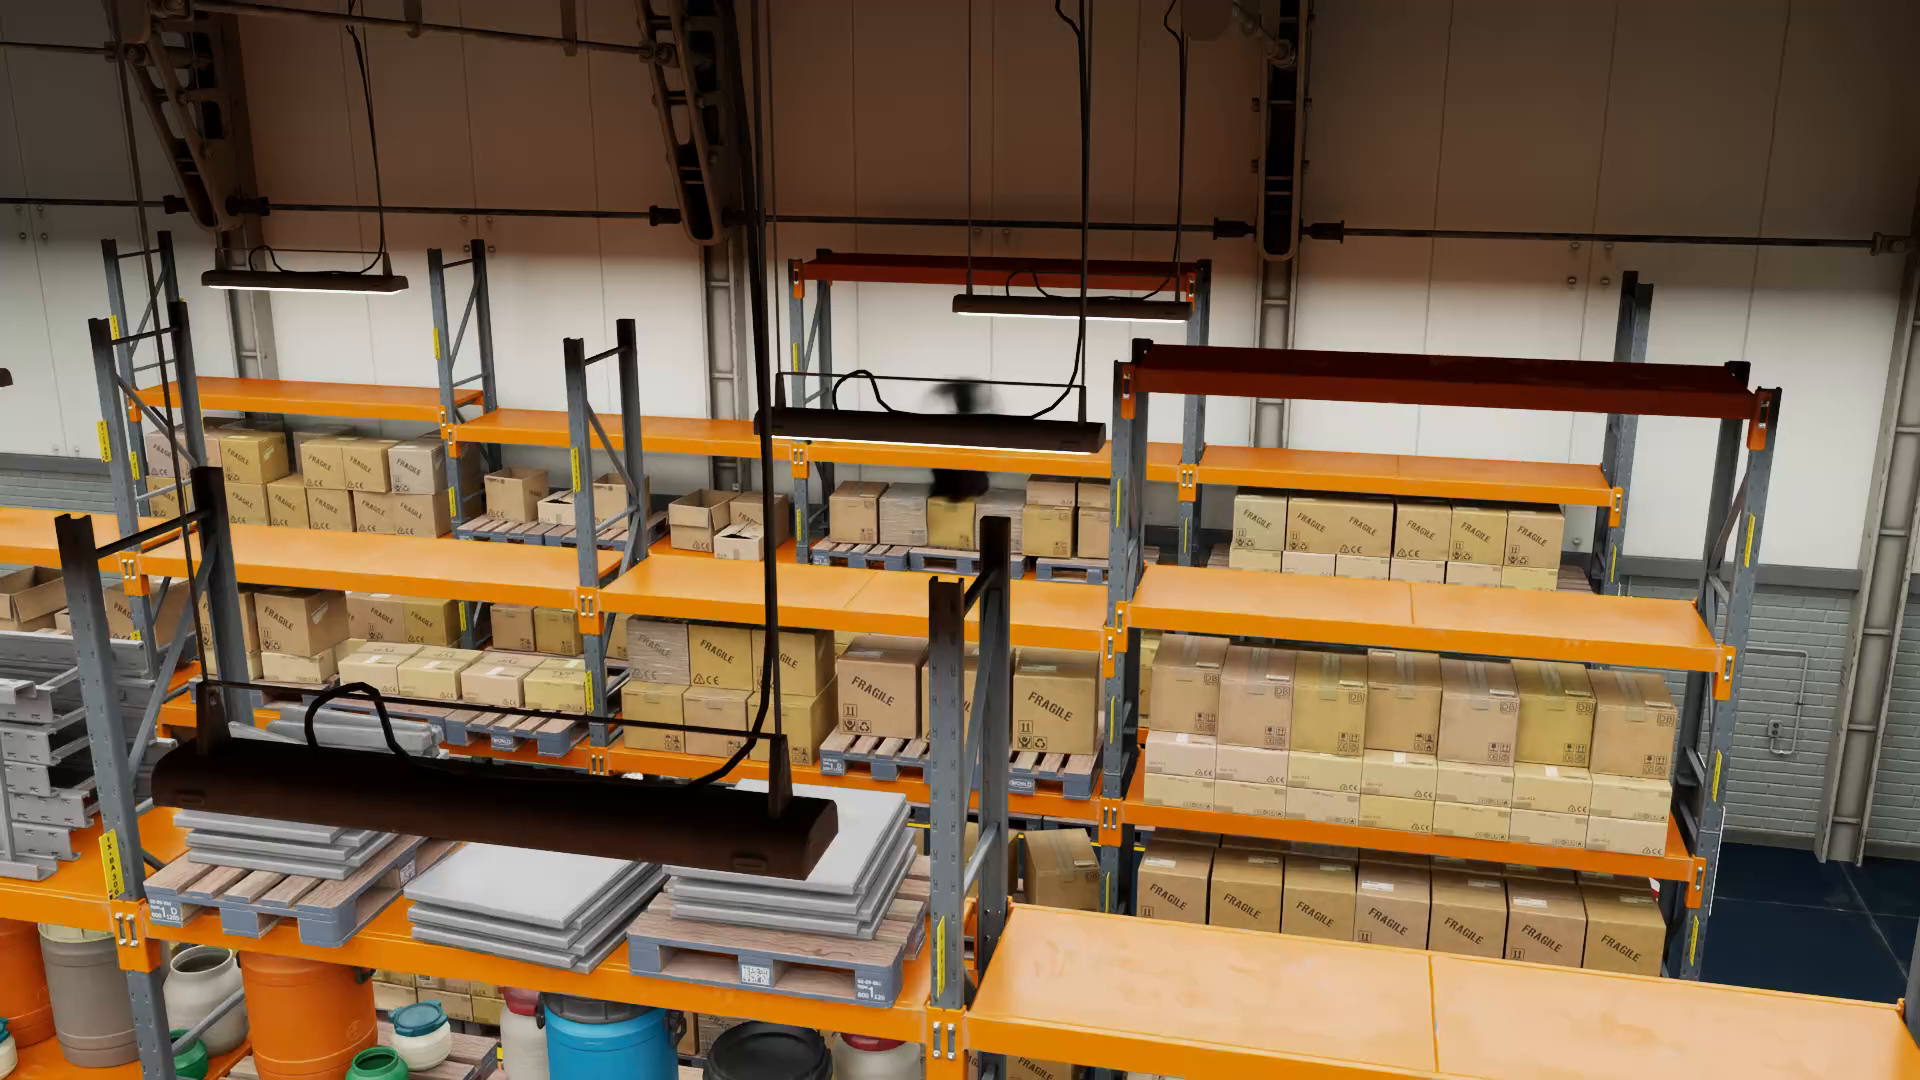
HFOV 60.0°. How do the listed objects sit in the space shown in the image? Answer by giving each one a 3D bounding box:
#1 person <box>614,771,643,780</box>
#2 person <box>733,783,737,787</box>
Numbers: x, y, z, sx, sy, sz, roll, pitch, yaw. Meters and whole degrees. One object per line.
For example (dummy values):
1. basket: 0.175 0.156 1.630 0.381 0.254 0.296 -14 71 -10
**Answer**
1. person: -3.121 2.814 16.056 0.776 1.637 0.648 -9 18 -27
2. person: -1.885 2.781 15.836 0.716 1.713 0.702 -1 16 -3
